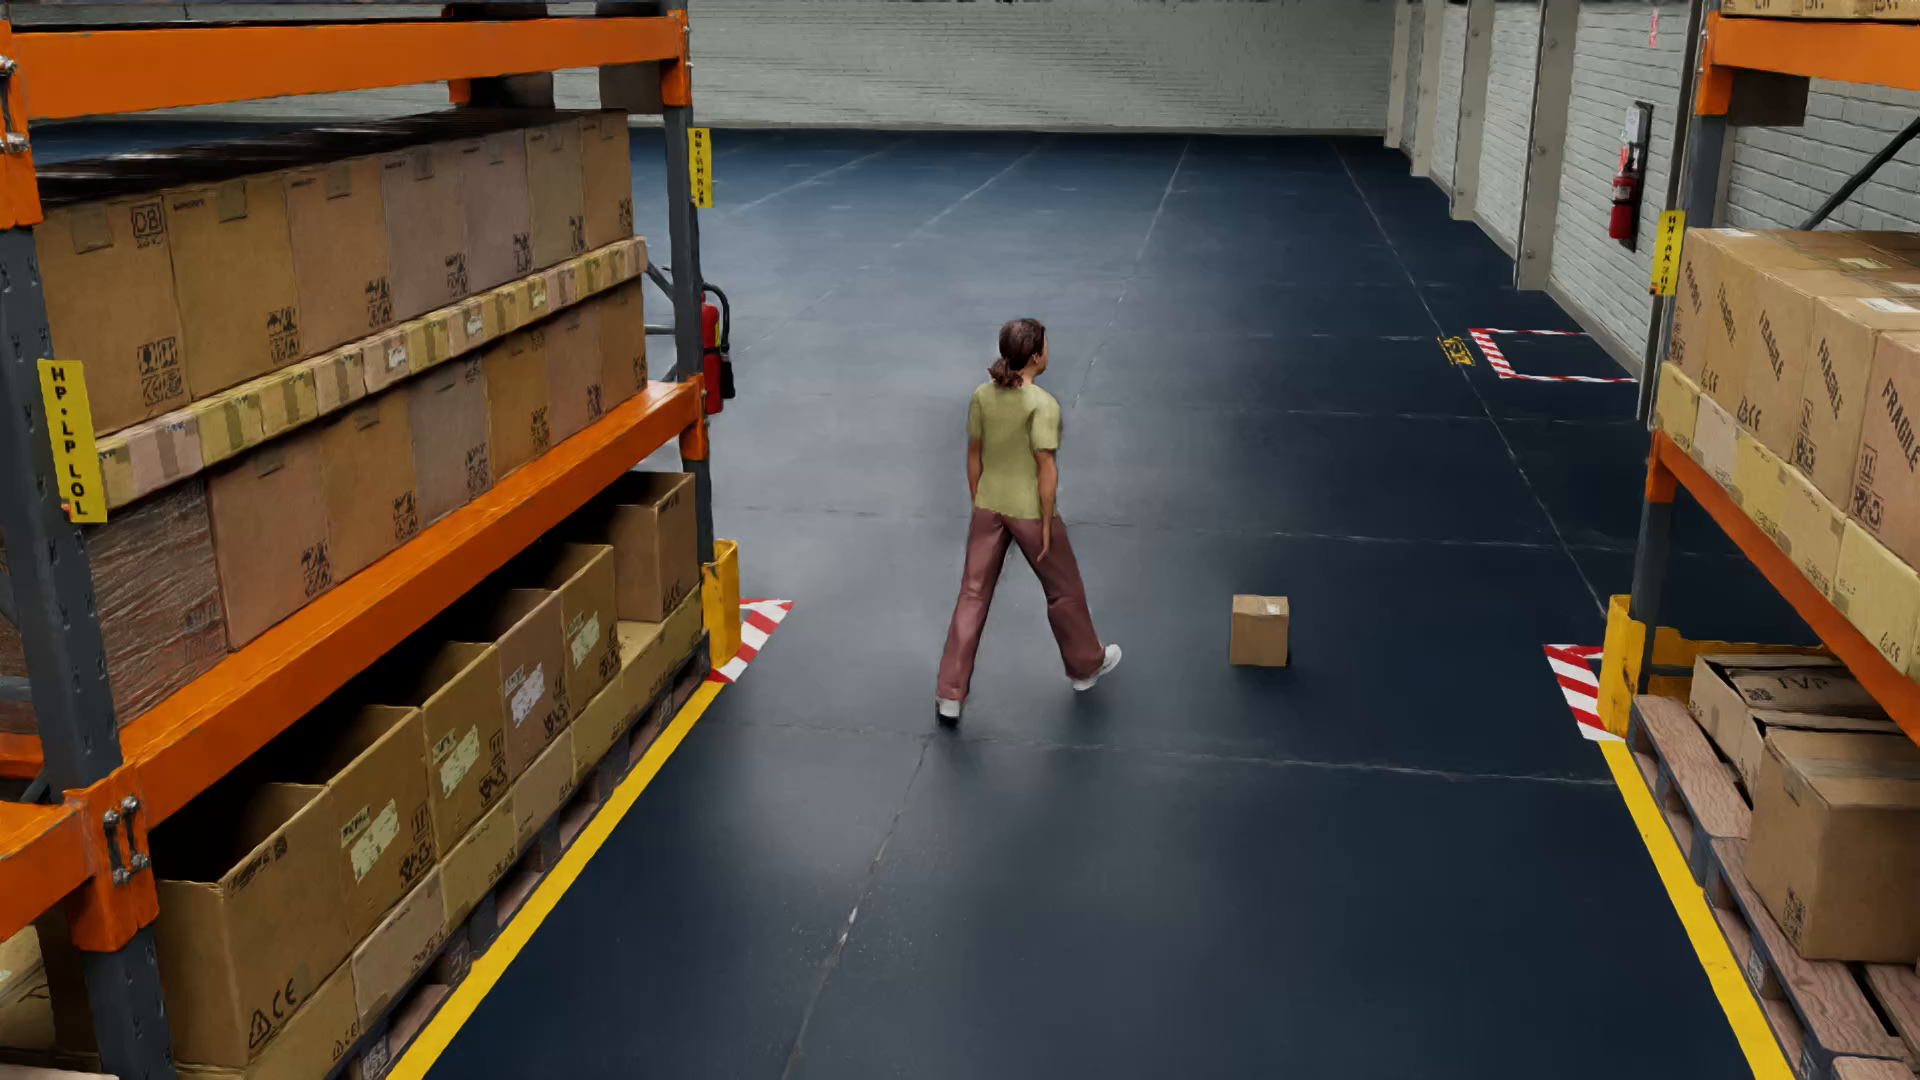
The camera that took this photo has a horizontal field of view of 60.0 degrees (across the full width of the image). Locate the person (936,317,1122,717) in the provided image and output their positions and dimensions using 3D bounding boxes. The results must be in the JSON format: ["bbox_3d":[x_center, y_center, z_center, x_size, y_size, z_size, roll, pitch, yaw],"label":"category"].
[{"bbox_3d":[0.263,-0.112,6.912,0.541,1.627,0.900,11,21,31],"label":"person"}]
